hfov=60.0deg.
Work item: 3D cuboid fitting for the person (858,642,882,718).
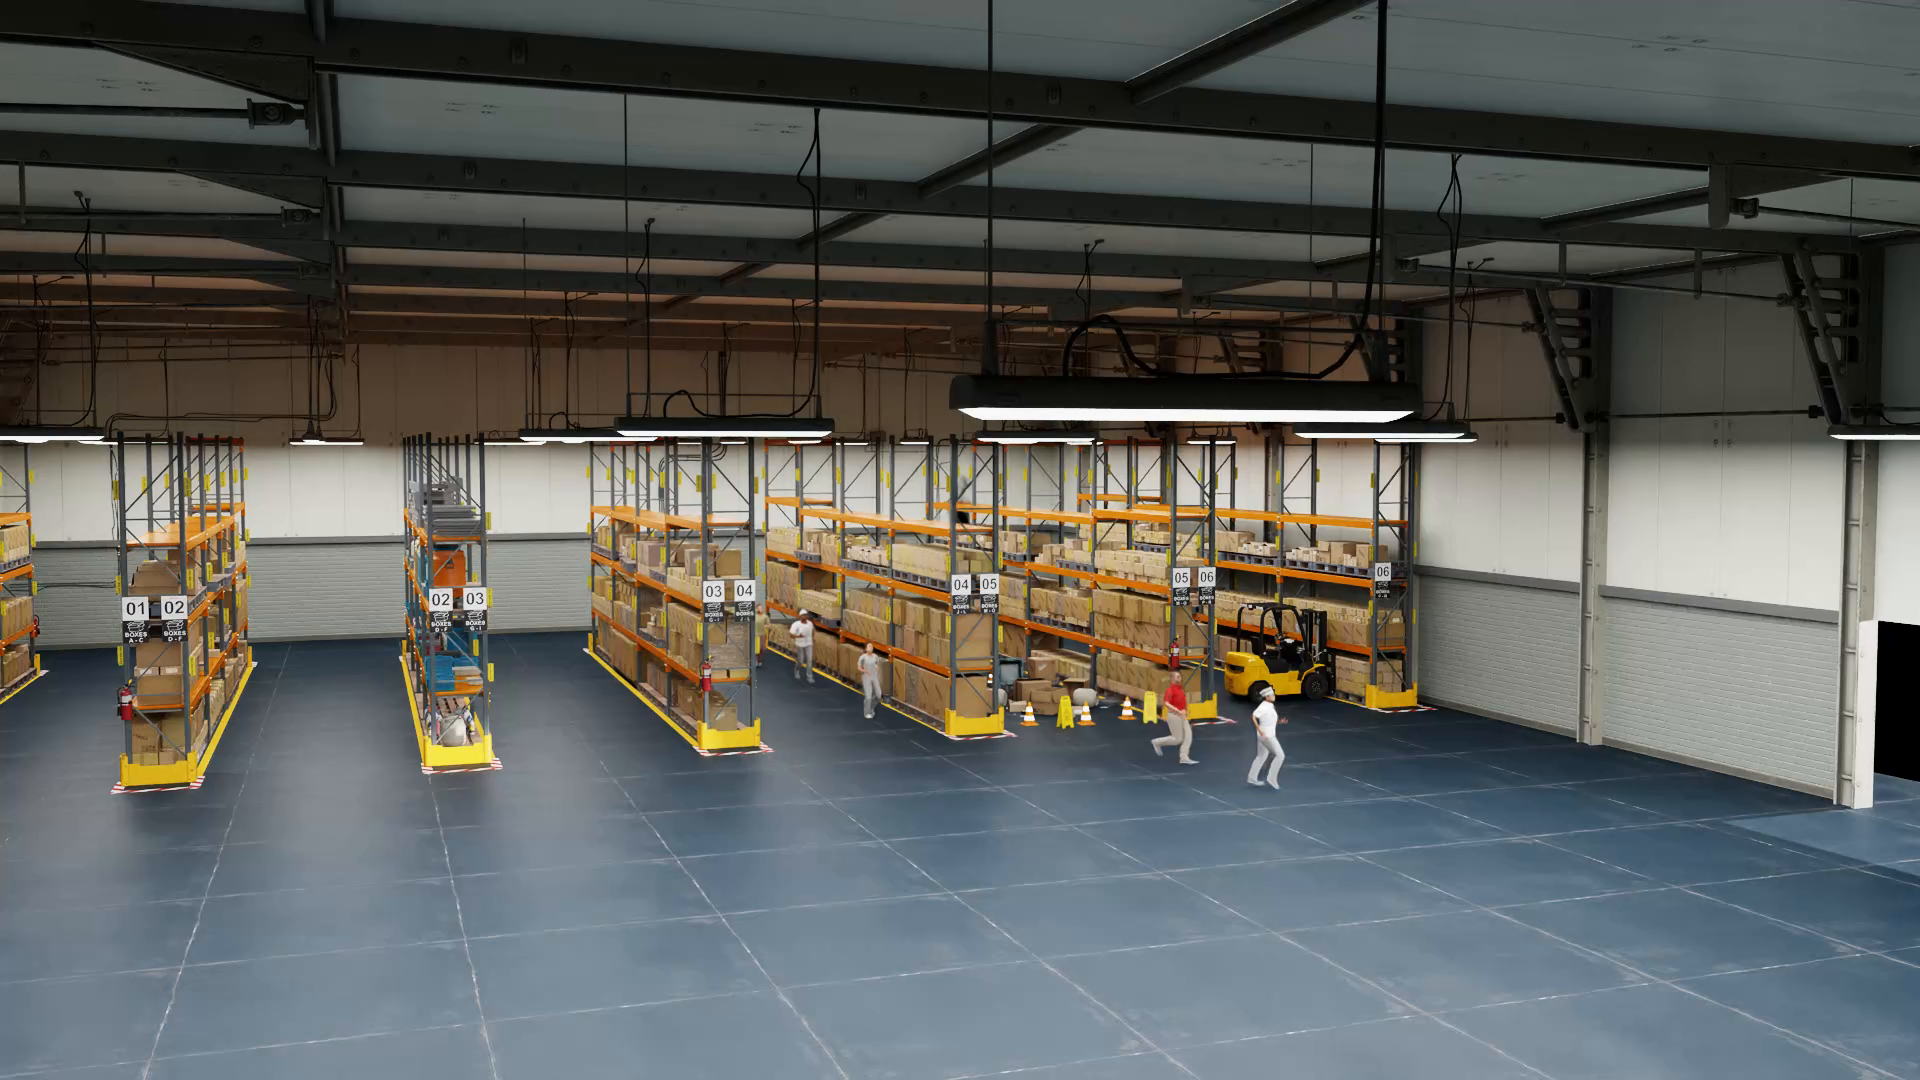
[{"bbox_3d":[-1.872,2.956,35.047,0.550,1.627,0.555,-2,4,-27],"label":"person"}]

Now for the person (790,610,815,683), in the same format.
[{"bbox_3d":[-3.786,2.563,40.409,0.708,1.748,0.960,-2,4,-27],"label":"person"}]

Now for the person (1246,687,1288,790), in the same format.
[{"bbox_3d":[5.168,3.330,27.938,0.686,1.741,0.557,0,3,9],"label":"person"}]

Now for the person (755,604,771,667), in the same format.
[{"bbox_3d":[-5.205,2.483,43.341,0.558,1.638,0.617,-1,3,-21],"label":"person"}]

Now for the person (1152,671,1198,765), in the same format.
[{"bbox_3d":[3.913,3.217,30.117,0.829,1.686,0.677,2,4,26],"label":"person"}]
